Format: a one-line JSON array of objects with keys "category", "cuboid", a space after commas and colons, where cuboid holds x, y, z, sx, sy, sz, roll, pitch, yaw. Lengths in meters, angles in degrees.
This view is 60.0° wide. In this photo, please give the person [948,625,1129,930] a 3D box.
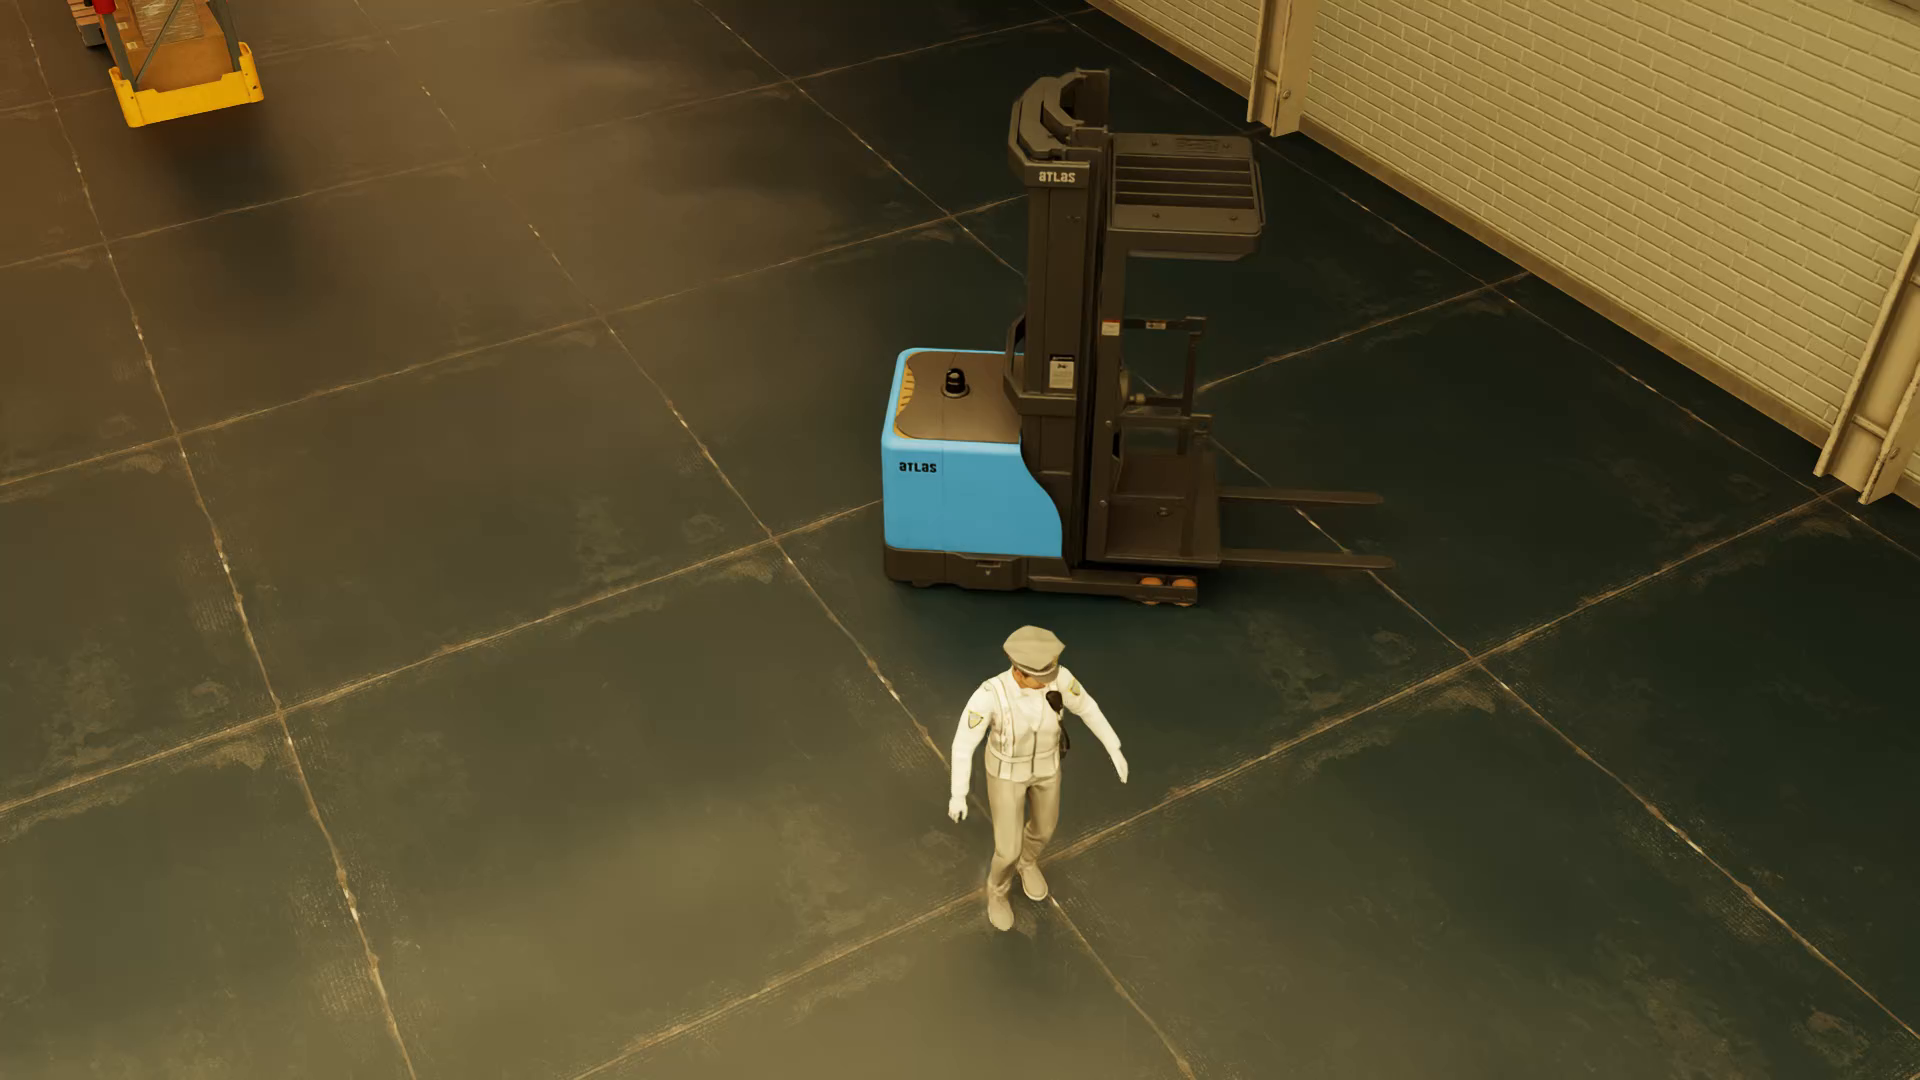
[{"category": "person", "cuboid": [0.329, 1.116, 7.735, 0.837, 1.685, 0.442, -11, 41, -13]}]

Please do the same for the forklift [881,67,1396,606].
[{"category": "forklift", "cuboid": [1.085, -1.090, 9.351, 3.031, 2.935, 1.130, 3, 40, 4]}]
